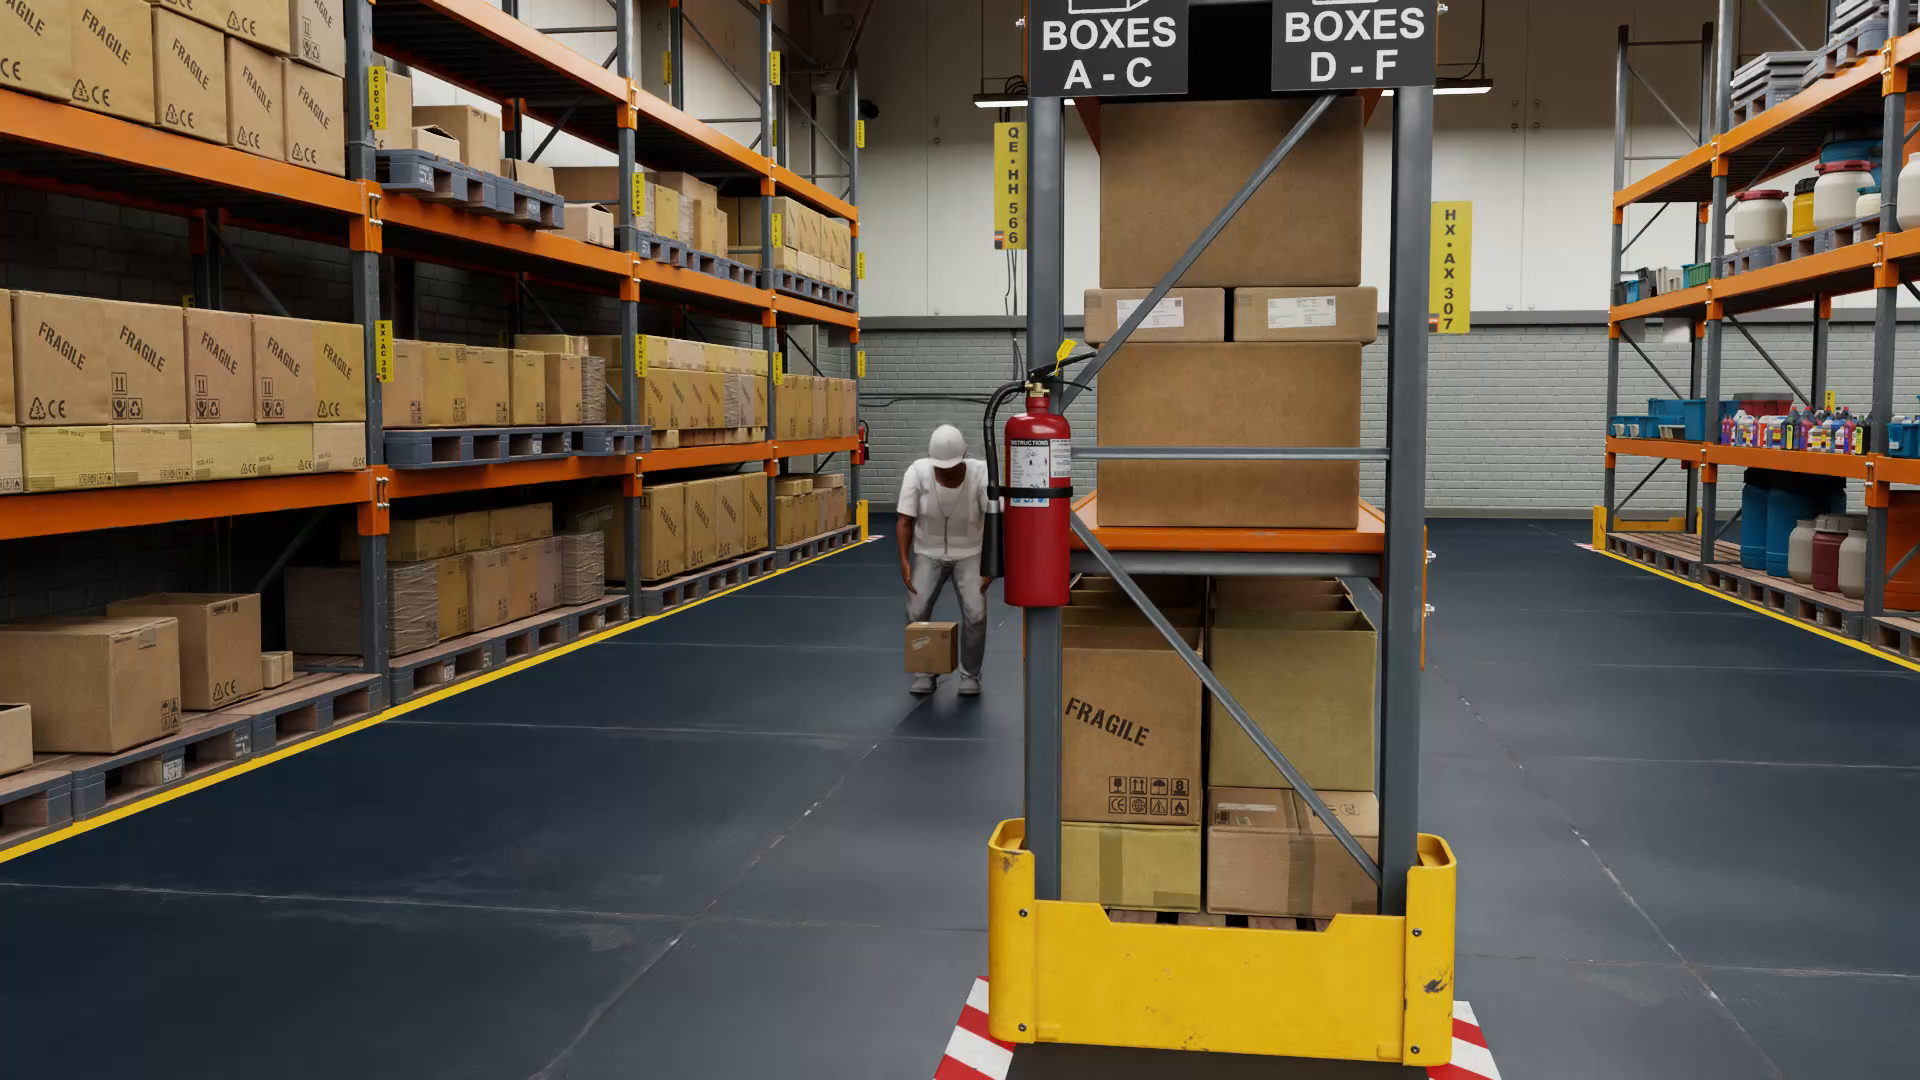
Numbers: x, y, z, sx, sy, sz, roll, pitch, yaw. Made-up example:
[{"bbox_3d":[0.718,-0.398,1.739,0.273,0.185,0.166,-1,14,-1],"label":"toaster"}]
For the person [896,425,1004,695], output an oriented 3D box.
[{"bbox_3d":[-0.044,0.113,9.492,0.625,1.543,0.666,1,4,9],"label":"person"}]
